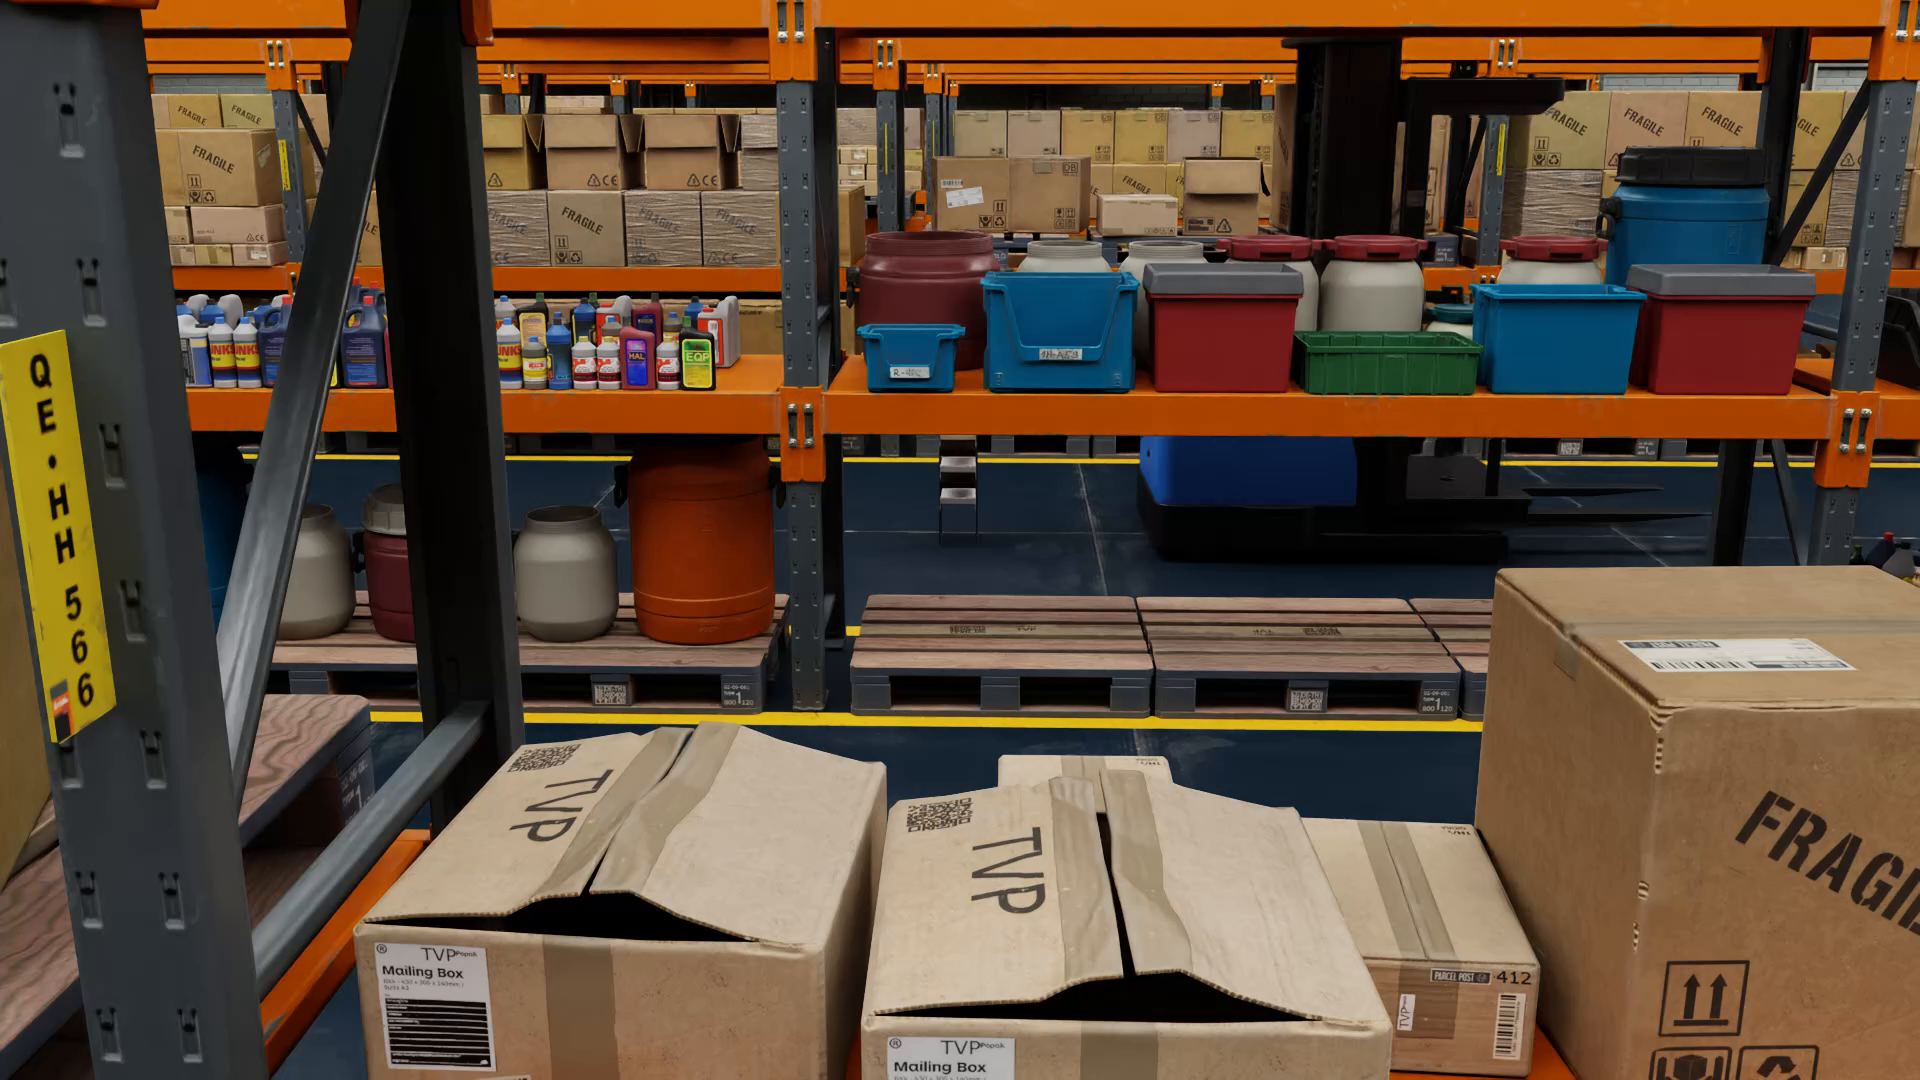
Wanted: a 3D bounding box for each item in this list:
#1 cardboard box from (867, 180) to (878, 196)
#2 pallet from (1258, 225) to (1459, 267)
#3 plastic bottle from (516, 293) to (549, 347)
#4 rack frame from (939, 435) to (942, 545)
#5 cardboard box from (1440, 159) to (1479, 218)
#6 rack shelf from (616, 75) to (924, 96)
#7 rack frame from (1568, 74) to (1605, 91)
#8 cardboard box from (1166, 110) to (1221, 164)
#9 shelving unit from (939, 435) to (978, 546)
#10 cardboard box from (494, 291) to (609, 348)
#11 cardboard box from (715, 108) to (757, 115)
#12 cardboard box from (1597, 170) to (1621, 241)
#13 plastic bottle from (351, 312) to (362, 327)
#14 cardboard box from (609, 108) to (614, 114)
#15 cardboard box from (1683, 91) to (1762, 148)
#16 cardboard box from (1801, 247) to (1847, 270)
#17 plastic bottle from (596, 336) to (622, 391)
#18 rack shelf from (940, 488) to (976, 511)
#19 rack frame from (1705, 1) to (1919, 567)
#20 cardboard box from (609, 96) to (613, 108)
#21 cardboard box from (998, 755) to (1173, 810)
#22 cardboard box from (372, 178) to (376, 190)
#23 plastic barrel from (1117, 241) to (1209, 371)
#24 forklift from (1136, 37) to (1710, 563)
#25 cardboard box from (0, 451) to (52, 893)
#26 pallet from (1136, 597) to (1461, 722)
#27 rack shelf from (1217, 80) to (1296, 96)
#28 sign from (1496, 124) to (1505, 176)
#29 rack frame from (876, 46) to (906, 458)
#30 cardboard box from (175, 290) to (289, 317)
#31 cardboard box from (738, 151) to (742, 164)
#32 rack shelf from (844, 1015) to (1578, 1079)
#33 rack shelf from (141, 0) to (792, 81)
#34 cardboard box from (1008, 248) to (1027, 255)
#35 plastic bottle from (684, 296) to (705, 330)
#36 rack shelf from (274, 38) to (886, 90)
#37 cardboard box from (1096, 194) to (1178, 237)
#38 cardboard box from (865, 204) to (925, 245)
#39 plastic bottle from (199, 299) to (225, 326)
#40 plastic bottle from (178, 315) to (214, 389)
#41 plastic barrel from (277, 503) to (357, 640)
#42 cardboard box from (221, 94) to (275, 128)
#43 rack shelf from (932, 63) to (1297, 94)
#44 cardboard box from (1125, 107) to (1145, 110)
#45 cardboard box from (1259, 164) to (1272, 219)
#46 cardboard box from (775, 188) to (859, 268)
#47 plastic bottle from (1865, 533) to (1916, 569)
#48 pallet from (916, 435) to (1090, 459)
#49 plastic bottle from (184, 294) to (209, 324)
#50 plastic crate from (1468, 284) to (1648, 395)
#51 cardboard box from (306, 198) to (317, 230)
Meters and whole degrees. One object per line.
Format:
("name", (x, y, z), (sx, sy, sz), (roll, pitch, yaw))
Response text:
("cardboard box", (-0.750, -3.378, 15.933), (0.250, 0.149, 0.380), (1, 15, 2))
("pallet", (2.766, -2.070, 11.680), (1.213, 0.211, 1.003), (0, 15, 1))
("plastic bottle", (-1.849, -0.929, 7.210), (0.133, 0.283, 0.061), (0, 15, 1))
("rack frame", (-0.110, -0.436, 9.228), (0.006, 0.900, 0.240), (0, 15, 1))
("cardboard box", (4.673, -3.460, 16.280), (0.550, 0.550, 0.875), (0, 15, 1))
("rack shelf", (-2.219, -5.789, 20.932), (4.000, 0.370, 1.077), (0, 15, 1))
("rack frame", (7.778, -4.621, 20.976), (0.127, 3.000, 1.000), (0, 15, 1))
("cardboard box", (2.238, -3.924, 16.178), (0.500, 0.500, 0.700), (0, 15, 2))
("shelving unit", (-0.008, -0.435, 9.225), (0.210, 0.900, 0.258), (0, 15, 1))
("cardboard box", (-2.938, -1.343, 11.893), (0.875, 0.875, 1.225), (0, 15, -1))
("cardboard box", (-2.775, -5.155, 20.843), (0.500, 0.500, 0.500), (0, 15, 0))
("cardboard box", (4.473, -2.281, 11.328), (0.500, 0.500, 0.875), (0, 15, 1))
("plastic bottle", (-2.338, -0.766, 6.592), (0.133, 0.283, 0.061), (0, 15, 1))
("cardboard box", (-4.688, -5.296, 21.378), (0.500, 0.500, 0.500), (0, 15, 2))
("cardboard box", (4.969, -2.722, 11.037), (0.500, 0.500, 0.500), (0, 15, 1))
("cardboard box", (5.733, -1.905, 11.172), (0.250, 0.149, 0.380), (0, 15, 1))
("plastic bottle", (-1.360, -0.688, 6.457), (0.097, 0.201, 0.097), (0, 15, 0))
("rack shelf", (-0.008, -0.229, 9.280), (0.200, 0.077, 0.258), (0, 15, 1))
("rack frame", (3.400, -0.857, 6.709), (0.127, 3.000, 1.000), (0, 15, 1))
("cardboard box", (-4.527, -5.613, 21.308), (0.250, 0.149, 0.380), (0, 15, 1))
("cardboard box", (0.177, 0.437, 2.296), (0.250, 0.149, 0.380), (0, 15, 1))
("cardboard box", (-3.832, -2.704, 11.545), (0.637, 0.503, 0.797), (0, 15, 0))
("plastic barrel", (0.856, -0.982, 6.964), (0.421, 0.512, 0.421), (0, 15, 0))
("forklift", (2.552, -1.429, 9.012), (3.031, 2.935, 1.130), (0, 15, 0))
("cardboard box", (-1.362, 0.153, 1.860), (0.500, 0.500, 0.700), (-5, 16, -17))
("pallet", (1.391, 0.489, 7.074), (1.213, 0.211, 1.003), (0, 15, 1))
("rack shelf", (5.902, -7.003, 25.533), (4.000, 0.370, 1.077), (0, 15, 1))
("sign", (3.516, -2.538, 10.812), (0.005, 0.325, 0.100), (0, 15, 1))
("rack frame", (-0.473, -2.146, 11.595), (0.127, 3.000, 1.000), (0, 15, 1))
("cardboard box", (-5.129, -1.373, 12.005), (0.875, 0.875, 0.875), (0, 15, 1))
("cardboard box", (-2.039, -3.675, 15.892), (0.250, 0.149, 0.380), (1, 15, 4))
("rack shelf", (1.270, 0.741, 2.062), (4.000, 0.370, 1.077), (0, 15, 1))
("rack shelf", (-2.598, -1.999, 6.566), (4.000, 0.370, 1.077), (0, 15, 1))
("cardboard box", (0.362, -2.499, 16.518), (0.750, 0.750, 1.050), (0, 15, 1))
("plastic bottle", (-1.139, -0.914, 7.176), (0.097, 0.271, 0.097), (0, 15, 0))
("rack shelf", (-2.472, -3.262, 11.353), (4.000, 0.370, 1.077), (0, 15, 1))
("cardboard box", (1.197, -2.207, 11.297), (0.500, 0.250, 0.500), (0, 15, 0))
("cardboard box", (-0.908, -3.875, 21.489), (0.875, 0.875, 0.875), (0, 15, 1))
("plastic bottle", (-3.176, -0.888, 7.079), (0.097, 0.271, 0.097), (0, 15, 0))
("plastic bottle", (-2.987, -0.742, 6.514), (0.135, 0.276, 0.152), (0, 15, 1))
("plastic barrel", (-2.784, 0.130, 7.022), (0.421, 0.512, 0.421), (0, 15, 0))
("cardboard box", (-6.776, -4.057, 16.098), (0.500, 0.500, 0.500), (0, 15, 0))
("rack shelf", (1.755, -4.500, 16.046), (4.000, 0.370, 1.077), (0, 15, 1))
("cardboard box", (2.230, -5.430, 21.169), (0.250, 0.149, 0.380), (1, 15, 5))
("cardboard box", (2.720, -3.371, 16.042), (0.500, 0.500, 0.500), (0, 15, 1))
("cardboard box", (-0.972, -2.135, 11.355), (0.500, 0.500, 0.500), (1, 15, 3))
("plastic bottle", (4.051, 0.142, 7.253), (0.185, 0.351, 0.144), (0, 15, 0))
("pallet", (0.309, -0.792, 11.930), (1.213, 0.211, 1.003), (0, 15, 1))
("plastic bottle", (-3.326, -0.923, 7.203), (0.135, 0.276, 0.152), (0, 15, 1))
("plastic crate", (2.289, -0.777, 6.437), (0.575, 0.384, 0.392), (0, 15, 1))
("cardboard box", (-4.934, -2.313, 11.940), (0.500, 0.250, 0.500), (0, 15, 0))
